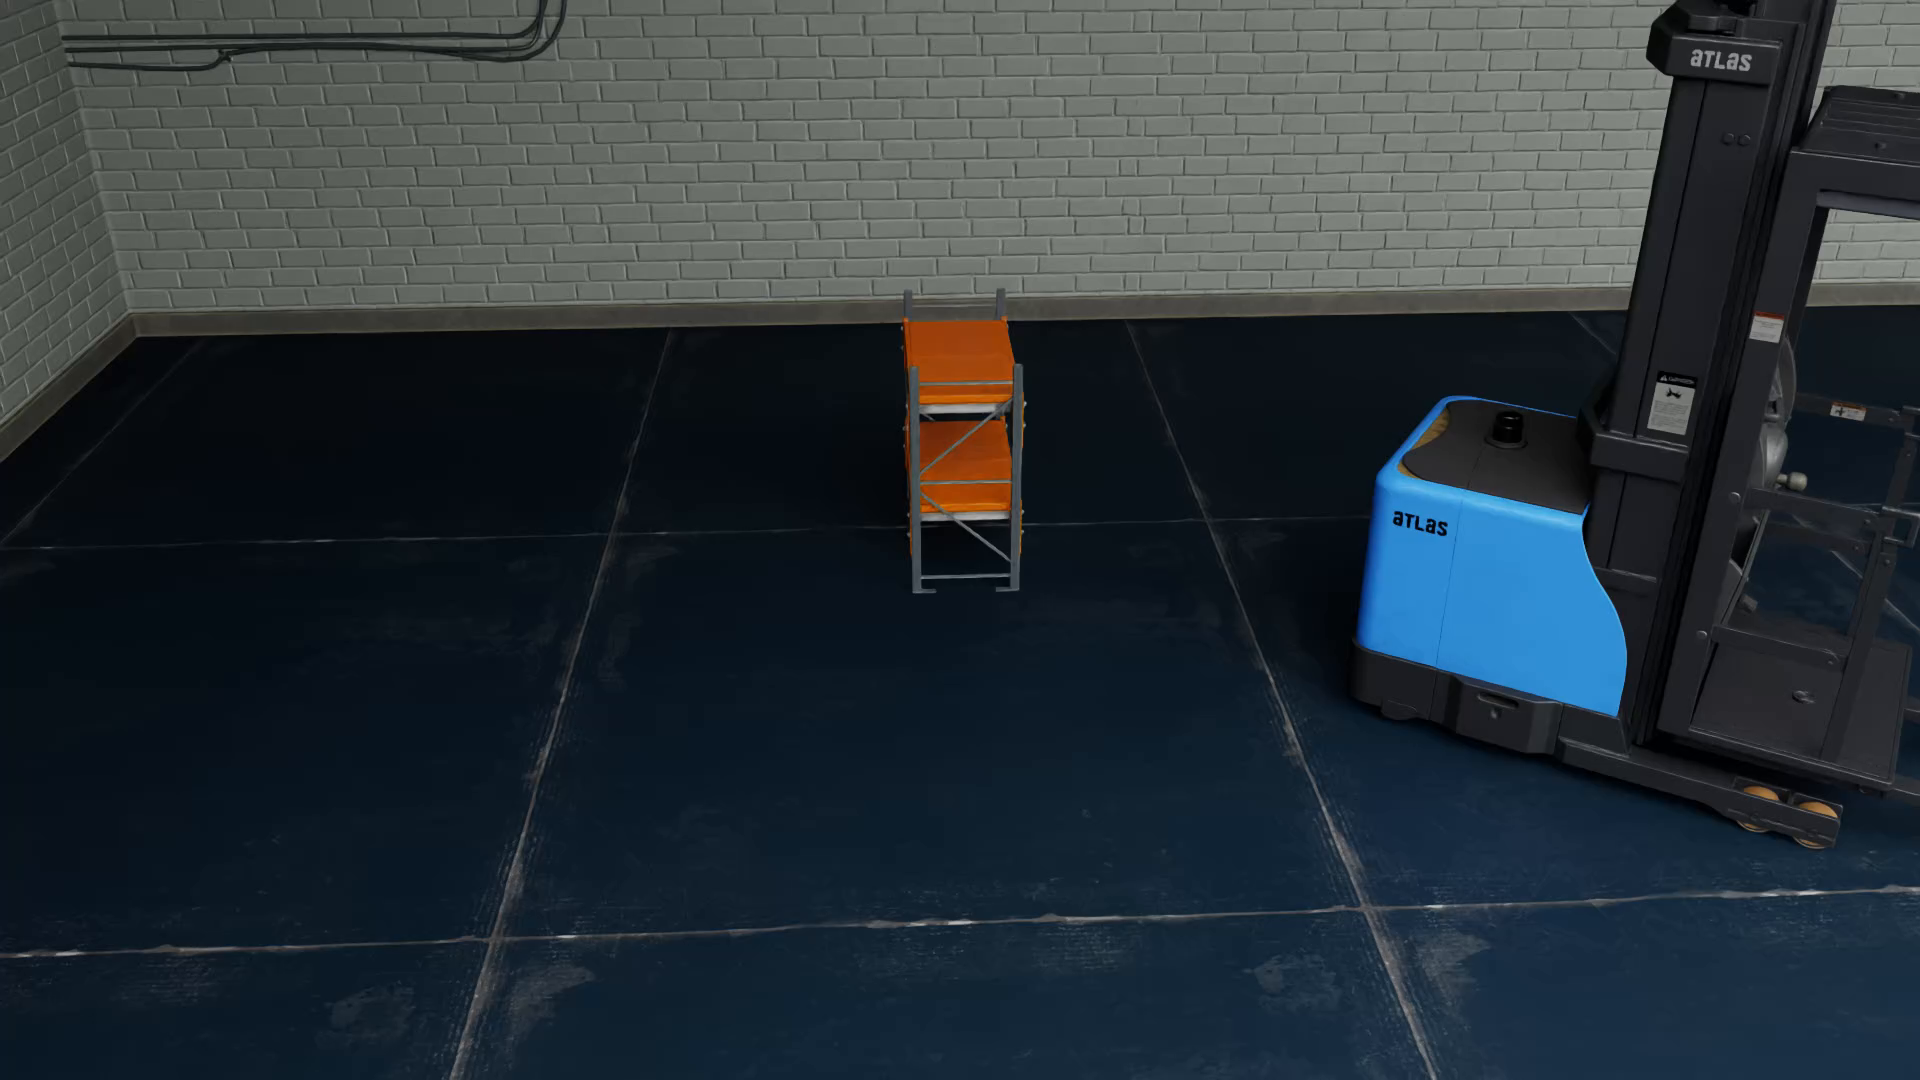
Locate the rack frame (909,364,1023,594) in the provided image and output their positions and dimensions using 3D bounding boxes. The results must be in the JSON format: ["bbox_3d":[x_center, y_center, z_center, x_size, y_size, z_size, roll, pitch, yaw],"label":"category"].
[{"bbox_3d":[0.027,-0.261,7.534,0.500,1.125,0.032,-1,28,-3],"label":"rack frame"}]

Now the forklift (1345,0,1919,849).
[{"bbox_3d":[3.134,-0.452,5.948,3.031,2.935,1.130,15,31,27],"label":"forklift"}]

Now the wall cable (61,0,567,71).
[{"bbox_3d":[-3.888,-3.954,9.458,3.097,2.526,0.112,-1,28,-3],"label":"wall cable"}]

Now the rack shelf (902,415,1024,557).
[{"bbox_3d":[0.000,-0.279,8.097,0.538,0.278,1.000,-1,28,-3],"label":"rack shelf"}]

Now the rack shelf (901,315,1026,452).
[{"bbox_3d":[0.000,-0.755,7.849,0.538,0.278,1.000,-1,28,-3],"label":"rack shelf"}]

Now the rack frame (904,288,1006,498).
[{"bbox_3d":[-0.026,-0.730,8.434,0.500,1.125,0.032,-1,28,-3],"label":"rack frame"}]

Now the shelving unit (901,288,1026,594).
[{"bbox_3d":[0.000,-0.496,7.984,0.538,1.125,1.048,-1,28,-3],"label":"shelving unit"}]
